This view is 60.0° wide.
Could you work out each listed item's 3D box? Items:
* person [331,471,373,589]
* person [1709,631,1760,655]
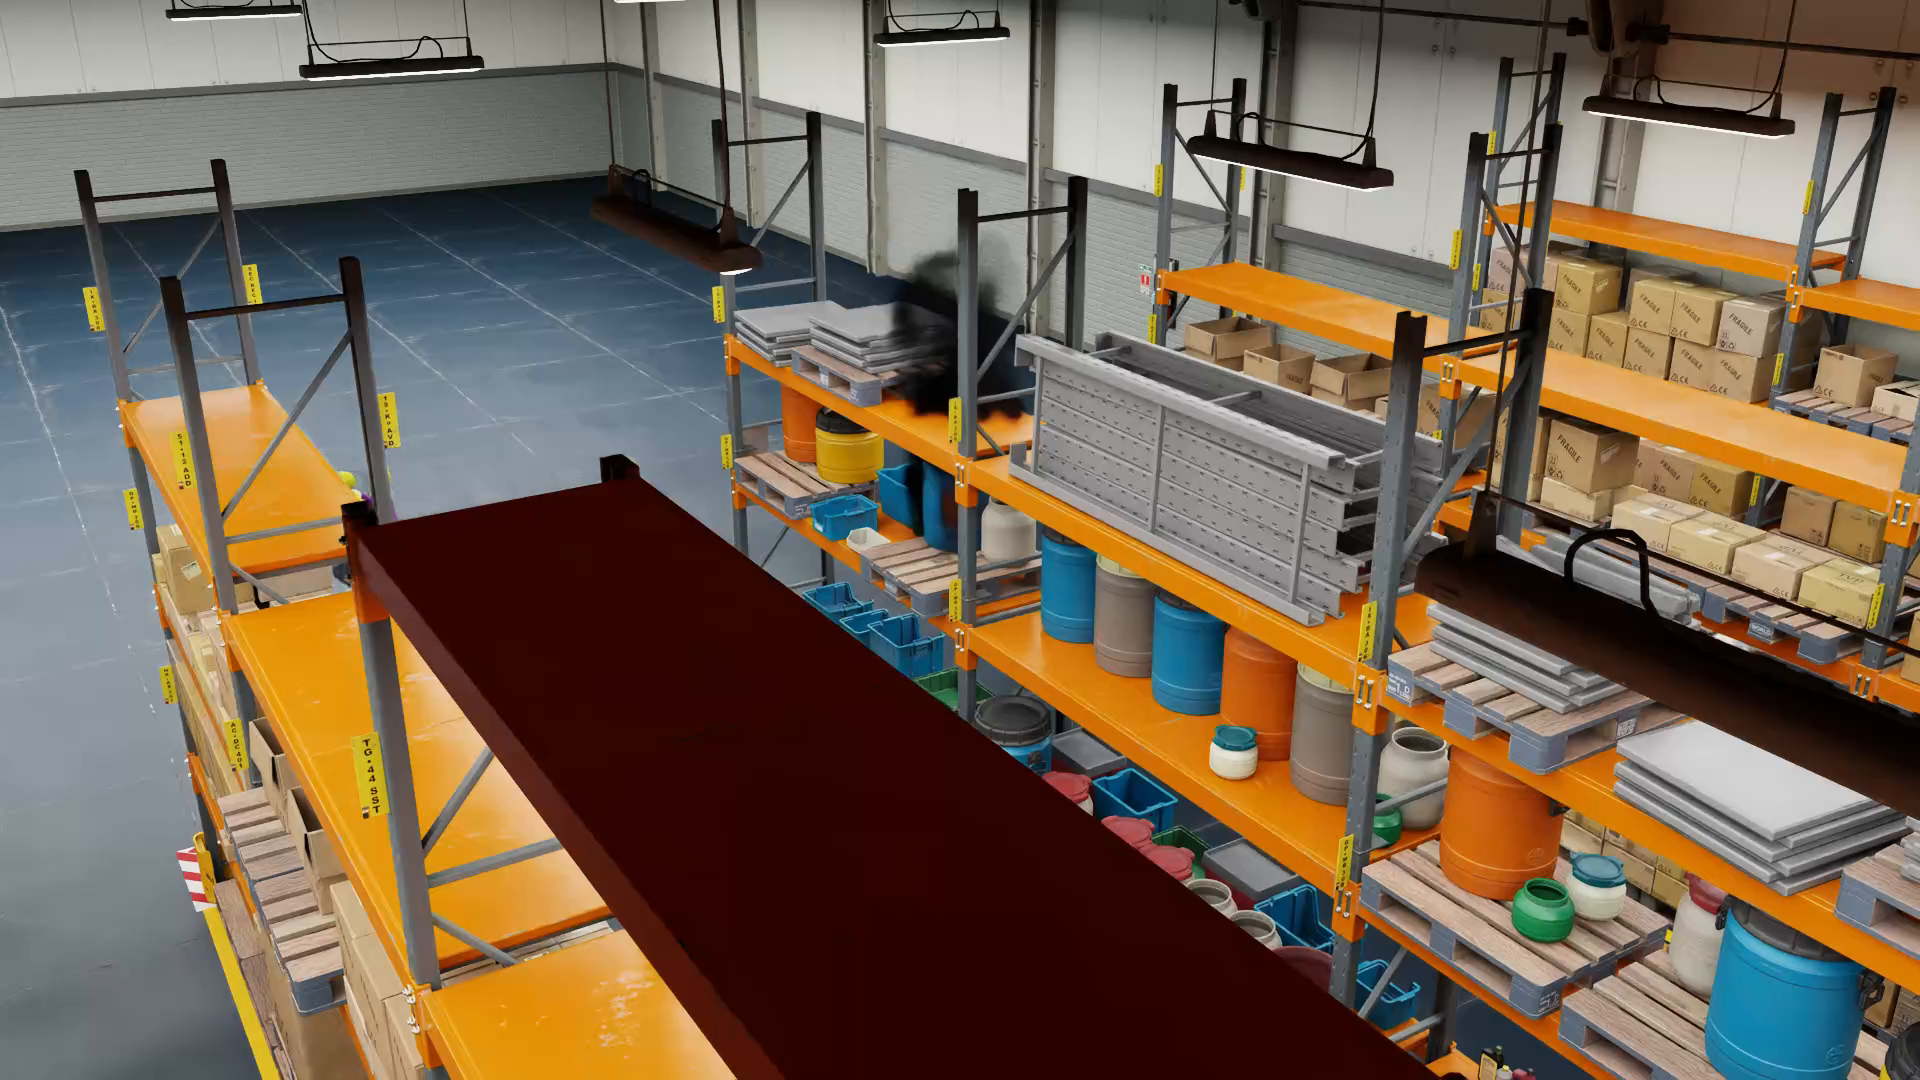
[{"bbox_3d":[-6.974,0.000,18.910,0.678,1.656,0.679,-6,23,-15],"label":"person"},{"bbox_3d":[7.247,1.348,15.716,0.690,1.747,0.618,-15,26,-33],"label":"person"}]
